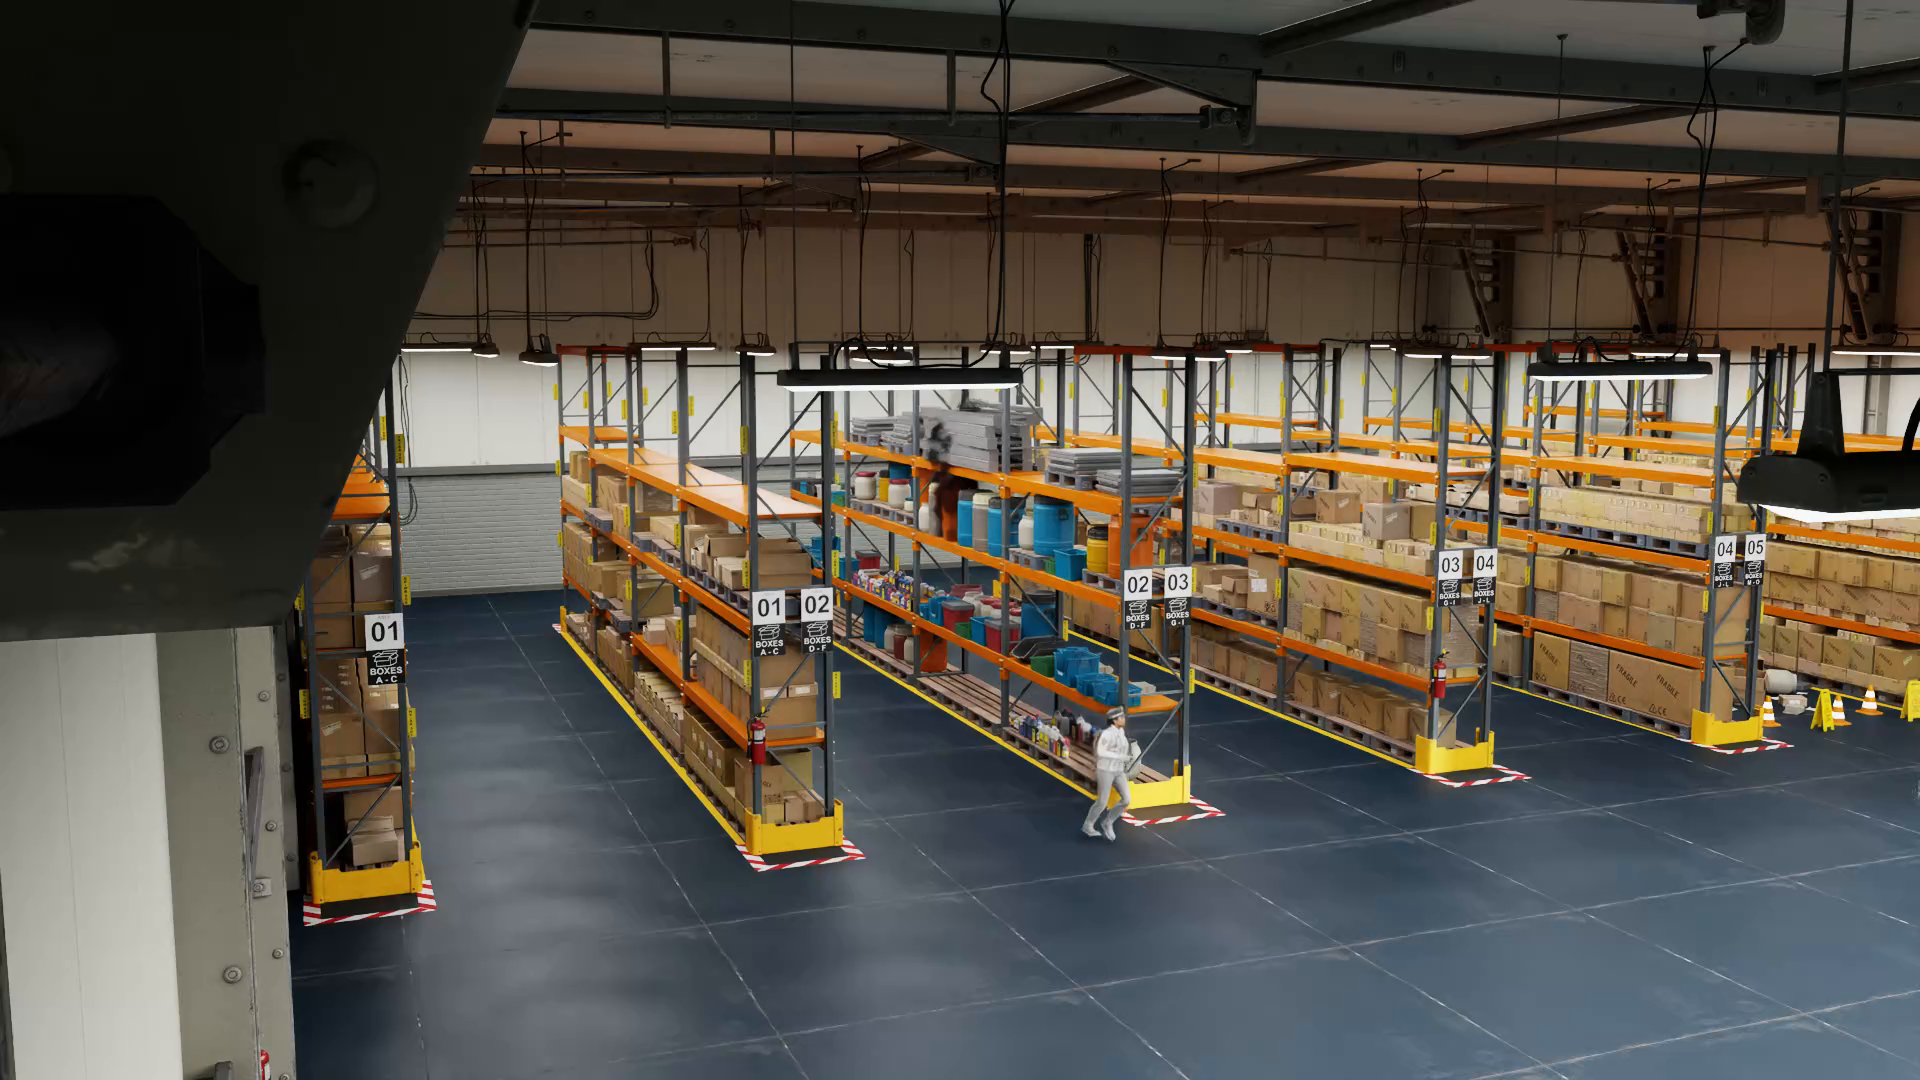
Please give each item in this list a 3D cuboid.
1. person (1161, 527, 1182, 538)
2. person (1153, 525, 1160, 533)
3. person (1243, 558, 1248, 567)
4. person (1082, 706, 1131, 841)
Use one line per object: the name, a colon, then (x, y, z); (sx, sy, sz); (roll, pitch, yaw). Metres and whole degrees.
person: (5.163, 0.262, 41.107); (0.883, 1.782, 0.750); (-6, 10, -41)
person: (4.549, 0.504, 39.156); (0.678, 1.728, 0.621); (1, 7, 6)
person: (7.244, 0.308, 40.998); (0.708, 1.739, 0.768); (-7, 10, -42)
person: (1.926, 2.895, 20.735); (0.630, 1.675, 0.622); (7, 10, 44)
